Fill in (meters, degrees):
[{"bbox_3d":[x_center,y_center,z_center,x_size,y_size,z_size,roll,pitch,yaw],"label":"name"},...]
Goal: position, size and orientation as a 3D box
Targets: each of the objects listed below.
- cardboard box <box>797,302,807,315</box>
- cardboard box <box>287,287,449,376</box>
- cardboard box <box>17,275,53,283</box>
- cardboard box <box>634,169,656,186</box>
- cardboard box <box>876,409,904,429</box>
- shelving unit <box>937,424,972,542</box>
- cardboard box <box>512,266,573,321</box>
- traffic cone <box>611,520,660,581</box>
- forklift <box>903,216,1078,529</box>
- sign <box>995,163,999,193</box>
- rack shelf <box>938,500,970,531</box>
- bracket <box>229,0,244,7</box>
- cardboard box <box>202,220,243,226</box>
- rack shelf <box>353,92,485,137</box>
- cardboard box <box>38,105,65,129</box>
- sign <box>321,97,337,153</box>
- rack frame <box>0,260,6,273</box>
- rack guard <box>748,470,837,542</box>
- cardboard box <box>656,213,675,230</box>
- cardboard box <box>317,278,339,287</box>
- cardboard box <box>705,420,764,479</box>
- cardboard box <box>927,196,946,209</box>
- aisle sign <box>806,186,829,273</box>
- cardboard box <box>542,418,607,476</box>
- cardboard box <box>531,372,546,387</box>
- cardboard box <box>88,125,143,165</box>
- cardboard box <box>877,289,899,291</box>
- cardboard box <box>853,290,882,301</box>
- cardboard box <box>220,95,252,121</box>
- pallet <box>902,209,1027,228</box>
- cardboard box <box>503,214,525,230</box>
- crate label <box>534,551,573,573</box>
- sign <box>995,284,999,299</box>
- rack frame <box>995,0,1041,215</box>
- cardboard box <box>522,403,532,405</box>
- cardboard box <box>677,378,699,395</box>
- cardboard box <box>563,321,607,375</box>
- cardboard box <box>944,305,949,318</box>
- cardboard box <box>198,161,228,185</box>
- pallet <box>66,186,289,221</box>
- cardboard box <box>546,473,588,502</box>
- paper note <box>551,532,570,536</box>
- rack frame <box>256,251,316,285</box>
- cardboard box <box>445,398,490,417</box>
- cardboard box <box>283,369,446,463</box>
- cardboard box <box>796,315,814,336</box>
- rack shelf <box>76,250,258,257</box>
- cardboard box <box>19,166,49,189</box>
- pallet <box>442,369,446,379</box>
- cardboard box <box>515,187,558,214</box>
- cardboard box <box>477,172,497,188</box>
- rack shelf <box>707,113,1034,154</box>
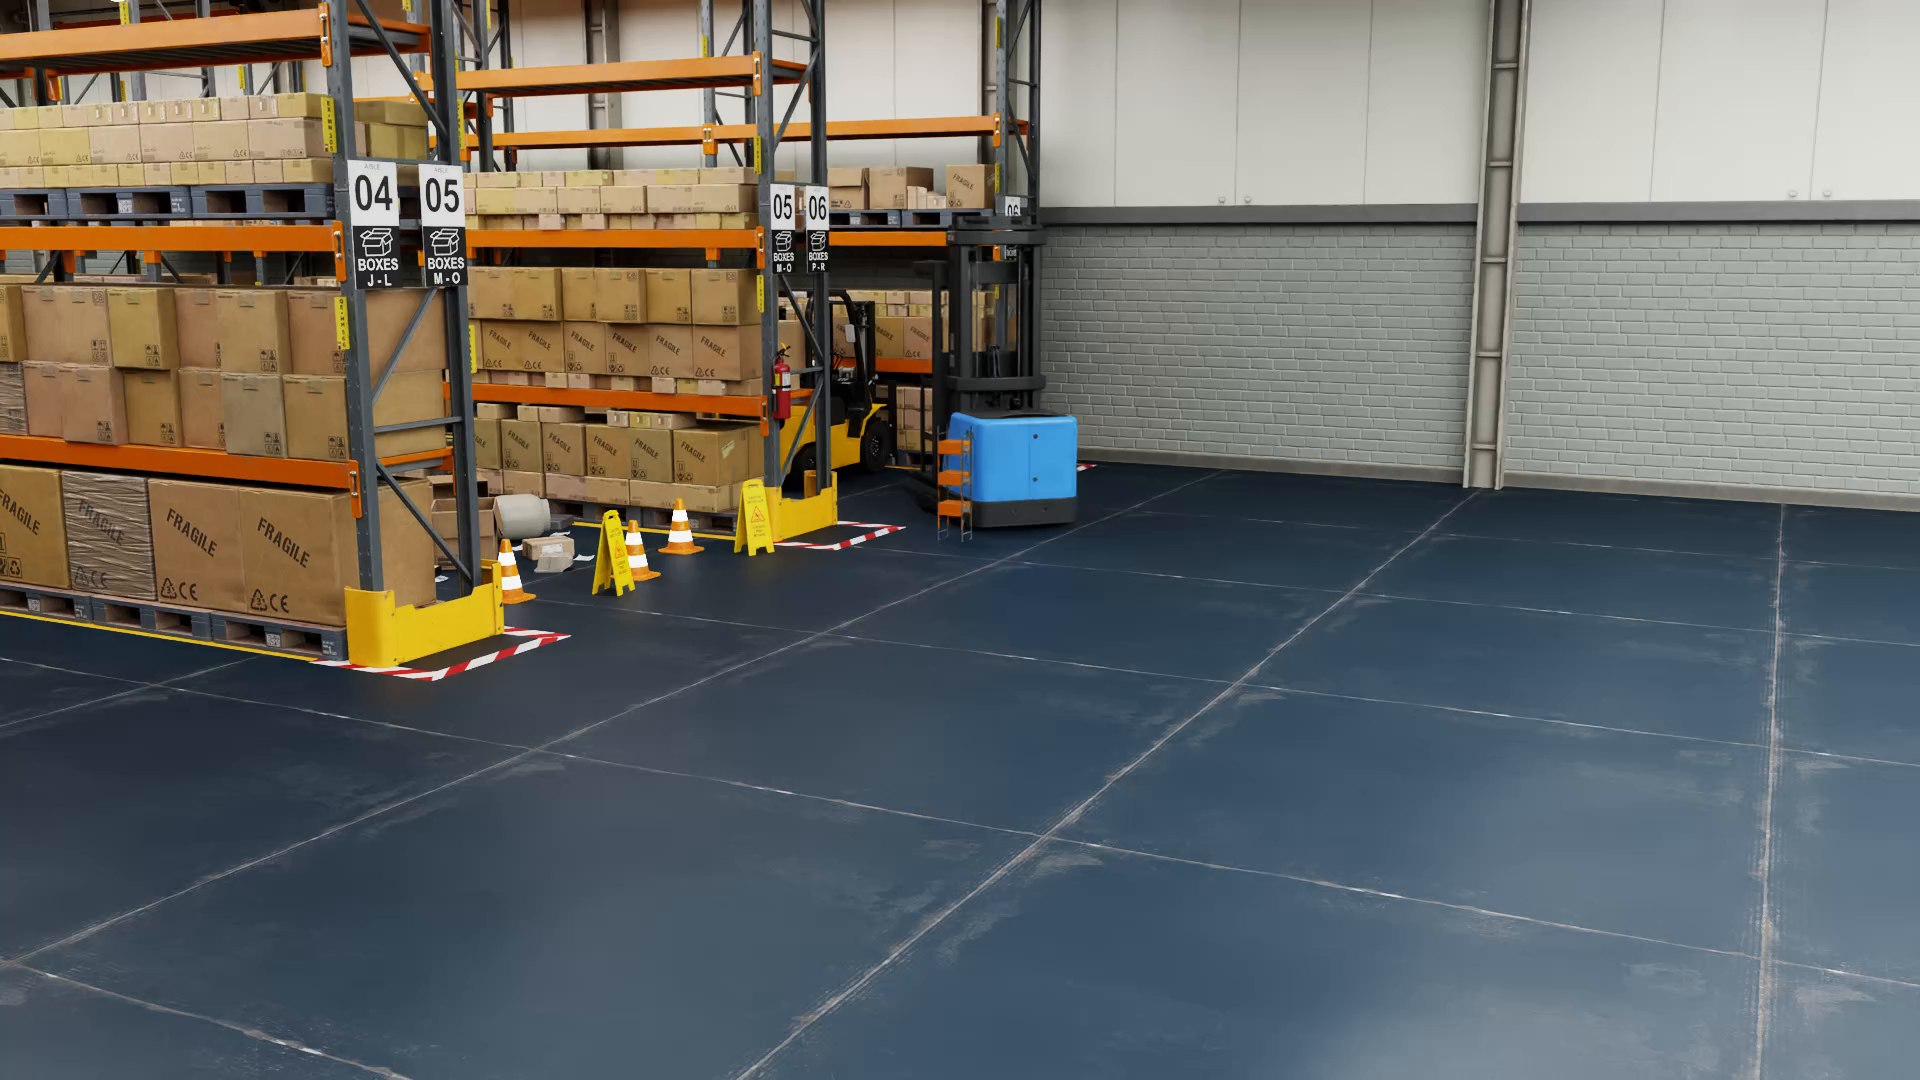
[{"bbox_3d":[-1.835,-2.875,20.611,0.250,0.149,0.380,5,11,25],"label":"cardboard box"},{"bbox_3d":[-3.927,-1.396,11.088,0.550,0.550,0.875,5,11,26],"label":"cardboard box"},{"bbox_3d":[-10.622,-2.845,19.459,0.500,0.500,0.500,5,11,25],"label":"cardboard box"},{"bbox_3d":[-2.818,-3.371,15.495,0.250,0.149,0.380,5,11,26],"label":"cardboard box"},{"bbox_3d":[-0.811,-1.514,20.329,0.500,0.250,0.500,5,11,25],"label":"cardboard box"},{"bbox_3d":[-0.048,-0.521,15.180,0.252,1.050,0.215,5,11,26],"label":"shelving unit"},{"bbox_3d":[-3.914,-2.400,16.164,0.500,0.500,0.700,5,11,25],"label":"cardboard box"},{"bbox_3d":[-2.654,0.070,13.561,0.334,0.463,0.336,5,11,26],"label":"traffic cone"},{"bbox_3d":[0.173,-1.767,16.783,1.130,2.935,3.031,-3,11,-18],"label":"forklift"},{"bbox_3d":[0.429,-4.134,18.984,0.005,0.325,0.100,5,11,26],"label":"sign"},{"bbox_3d":[-0.048,-0.237,15.231,0.240,0.259,0.215,5,11,26],"label":"rack shelf"},{"bbox_3d":[-10.835,-8.191,25.132,0.430,0.232,0.235,5,11,26],"label":"bracket"},{"bbox_3d":[-7.841,-3.633,18.200,0.500,0.500,0.700,5,11,26],"label":"cardboard box"},{"bbox_3d":[-6.892,-4.428,17.592,4.000,0.370,1.077,5,11,26],"label":"rack shelf"},{"bbox_3d":[-6.107,-2.908,11.481,0.250,0.149,0.380,5,11,26],"label":"cardboard box"},{"bbox_3d":[-3.864,-2.543,10.190,0.005,0.325,0.100,5,11,26],"label":"sign"},{"bbox_3d":[-12.273,-2.500,20.639,0.127,3.000,1.000,5,11,26],"label":"rack frame"},{"bbox_3d":[-1.580,-0.330,15.670,0.348,0.500,1.175,5,11,26],"label":"rack guard"},{"bbox_3d":[-2.614,-2.961,15.472,0.250,0.149,0.380,5,11,26],"label":"cardboard box"},{"bbox_3d":[-6.493,-2.661,17.414,0.250,0.149,0.380,4,11,23],"label":"cardboard box"},{"bbox_3d":[-2.134,-0.886,16.160,0.500,0.500,0.500,5,11,24],"label":"cardboard box"},{"bbox_3d":[-0.196,-3.972,19.598,0.250,0.149,0.380,5,11,24],"label":"cardboard box"},{"bbox_3d":[-1.319,-2.878,15.429,0.004,0.787,0.394,5,11,26],"label":"aisle sign"},{"bbox_3d":[-3.740,-0.921,16.351,0.500,0.500,0.500,6,12,29],"label":"cardboard box"},{"bbox_3d":[-3.998,-1.601,16.378,0.250,0.149,0.380,5,11,26],"label":"cardboard box"},{"bbox_3d":[-5.524,-2.673,11.300,0.500,0.250,0.500,5,11,26],"label":"cardboard box"},{"bbox_3d":[-0.900,-3.049,20.736,0.250,0.149,0.380,5,11,26],"label":"cardboard box"},{"bbox_3d":[-1.111,-2.976,20.335,0.250,0.149,0.380,5,11,27],"label":"cardboard box"},{"bbox_3d":[-4.517,-2.769,10.709,0.250,0.149,0.380,5,12,27],"label":"cardboard box"},{"bbox_3d":[0.059,-3.840,19.867,1.213,0.211,1.003,5,11,26],"label":"pallet"},{"bbox_3d":[-4.240,-3.100,16.241,0.250,0.149,0.380,5,12,28],"label":"cardboard box"},{"bbox_3d":[-3.387,0.179,13.878,0.298,0.136,0.250,-1,10,-4],"label":"crate label"},{"bbox_3d":[0.429,-2.948,19.199,0.005,0.325,0.100,5,11,26],"label":"sign"},{"bbox_3d":[0.681,-5.299,19.262,0.127,3.000,1.000,5,11,26],"label":"rack frame"},{"bbox_3d":[-5.940,-1.964,23.170,0.625,0.625,0.875,5,12,28],"label":"cardboard box"},{"bbox_3d":[-2.439,-1.452,15.554,0.250,0.149,0.380,5,11,25],"label":"cardboard box"},{"bbox_3d":[-3.461,-1.872,16.052,0.500,0.500,0.500,5,11,26],"label":"cardboard box"},{"bbox_3d":[0.004,-2.713,19.718,0.250,0.149,0.380,5,12,27],"label":"cardboard box"},{"bbox_3d":[-4.742,-2.396,10.889,0.250,0.149,0.380,5,11,26],"label":"cardboard box"},{"bbox_3d":[-5.379,-2.341,11.587,1.213,0.211,1.003,5,11,26],"label":"pallet"},{"bbox_3d":[-3.729,-0.552,16.417,0.500,0.250,0.500,5,11,25],"label":"cardboard box"},{"bbox_3d":[-3.727,-0.062,15.509,0.148,0.019,0.142,1,10,6],"label":"paper note"},{"bbox_3d":[-10.080,-3.293,25.021,0.127,3.000,1.000,5,11,26],"label":"rack frame"},{"bbox_3d":[-6.967,-1.953,23.459,0.500,0.500,0.500,5,12,27],"label":"cardboard box"},{"bbox_3d":[-3.964,-0.851,11.110,0.550,0.550,0.875,5,11,26],"label":"cardboard box"},{"bbox_3d":[-1.695,-2.557,20.673,0.500,0.500,0.500,5,11,25],"label":"cardboard box"},{"bbox_3d":[-11.874,-4.572,25.688,4.000,0.370,1.077,5,11,26],"label":"rack shelf"},{"bbox_3d":[-6.342,-2.536,11.664,0.250,0.149,0.380,5,11,25],"label":"cardboard box"},{"bbox_3d":[-5.720,-1.858,17.634,1.213,0.211,1.003,5,11,26],"label":"pallet"},{"bbox_3d":[-3.915,-3.259,15.996,0.500,0.250,0.500,5,11,26],"label":"cardboard box"},{"bbox_3d":[-4.482,-3.499,16.204,0.250,0.149,0.380,5,11,24],"label":"cardboard box"},{"bbox_3d":[-1.112,-4.906,20.232,4.000,0.370,1.077,5,11,26],"label":"rack shelf"}]
